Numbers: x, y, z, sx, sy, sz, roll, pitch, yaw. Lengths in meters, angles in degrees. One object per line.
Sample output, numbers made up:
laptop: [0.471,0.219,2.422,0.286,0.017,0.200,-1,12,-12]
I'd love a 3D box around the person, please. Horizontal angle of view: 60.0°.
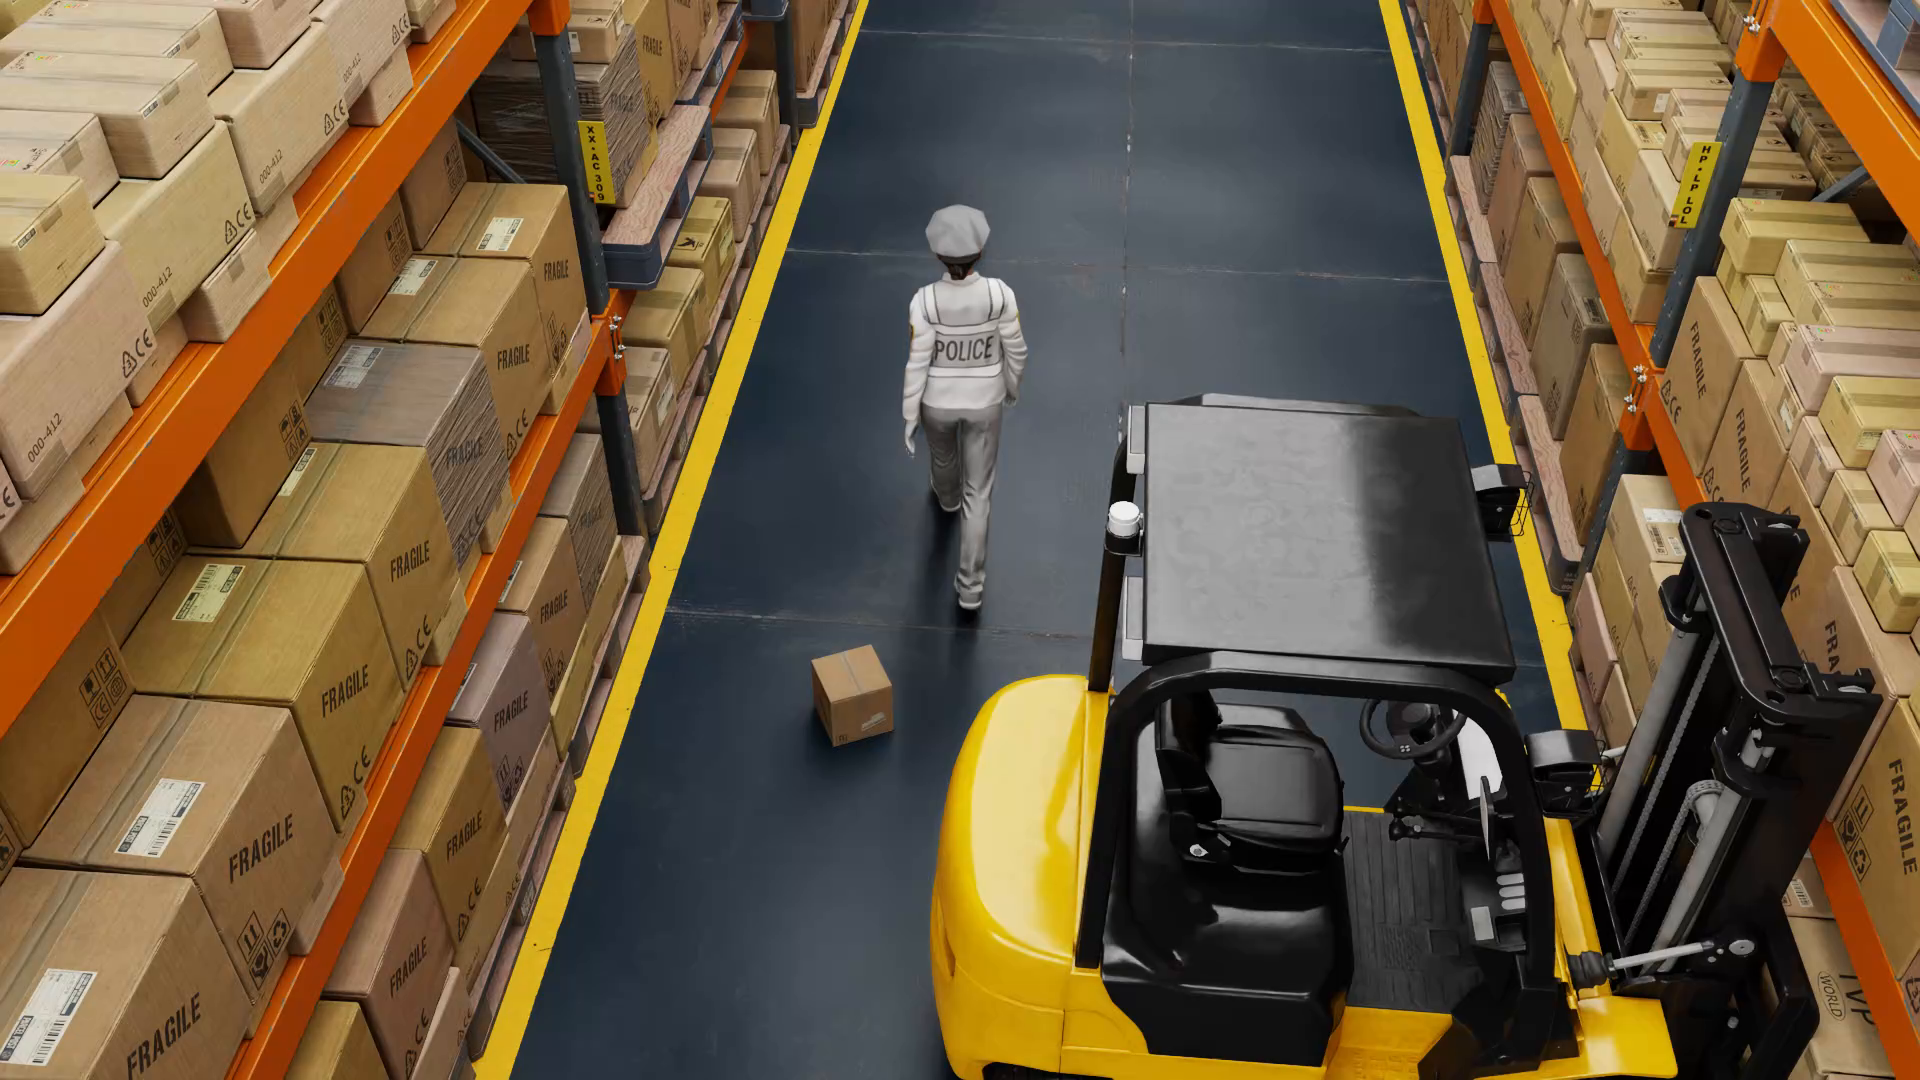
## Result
person: [0.021,-0.590,6.845,0.512,1.626,1.030,0,40,0]
